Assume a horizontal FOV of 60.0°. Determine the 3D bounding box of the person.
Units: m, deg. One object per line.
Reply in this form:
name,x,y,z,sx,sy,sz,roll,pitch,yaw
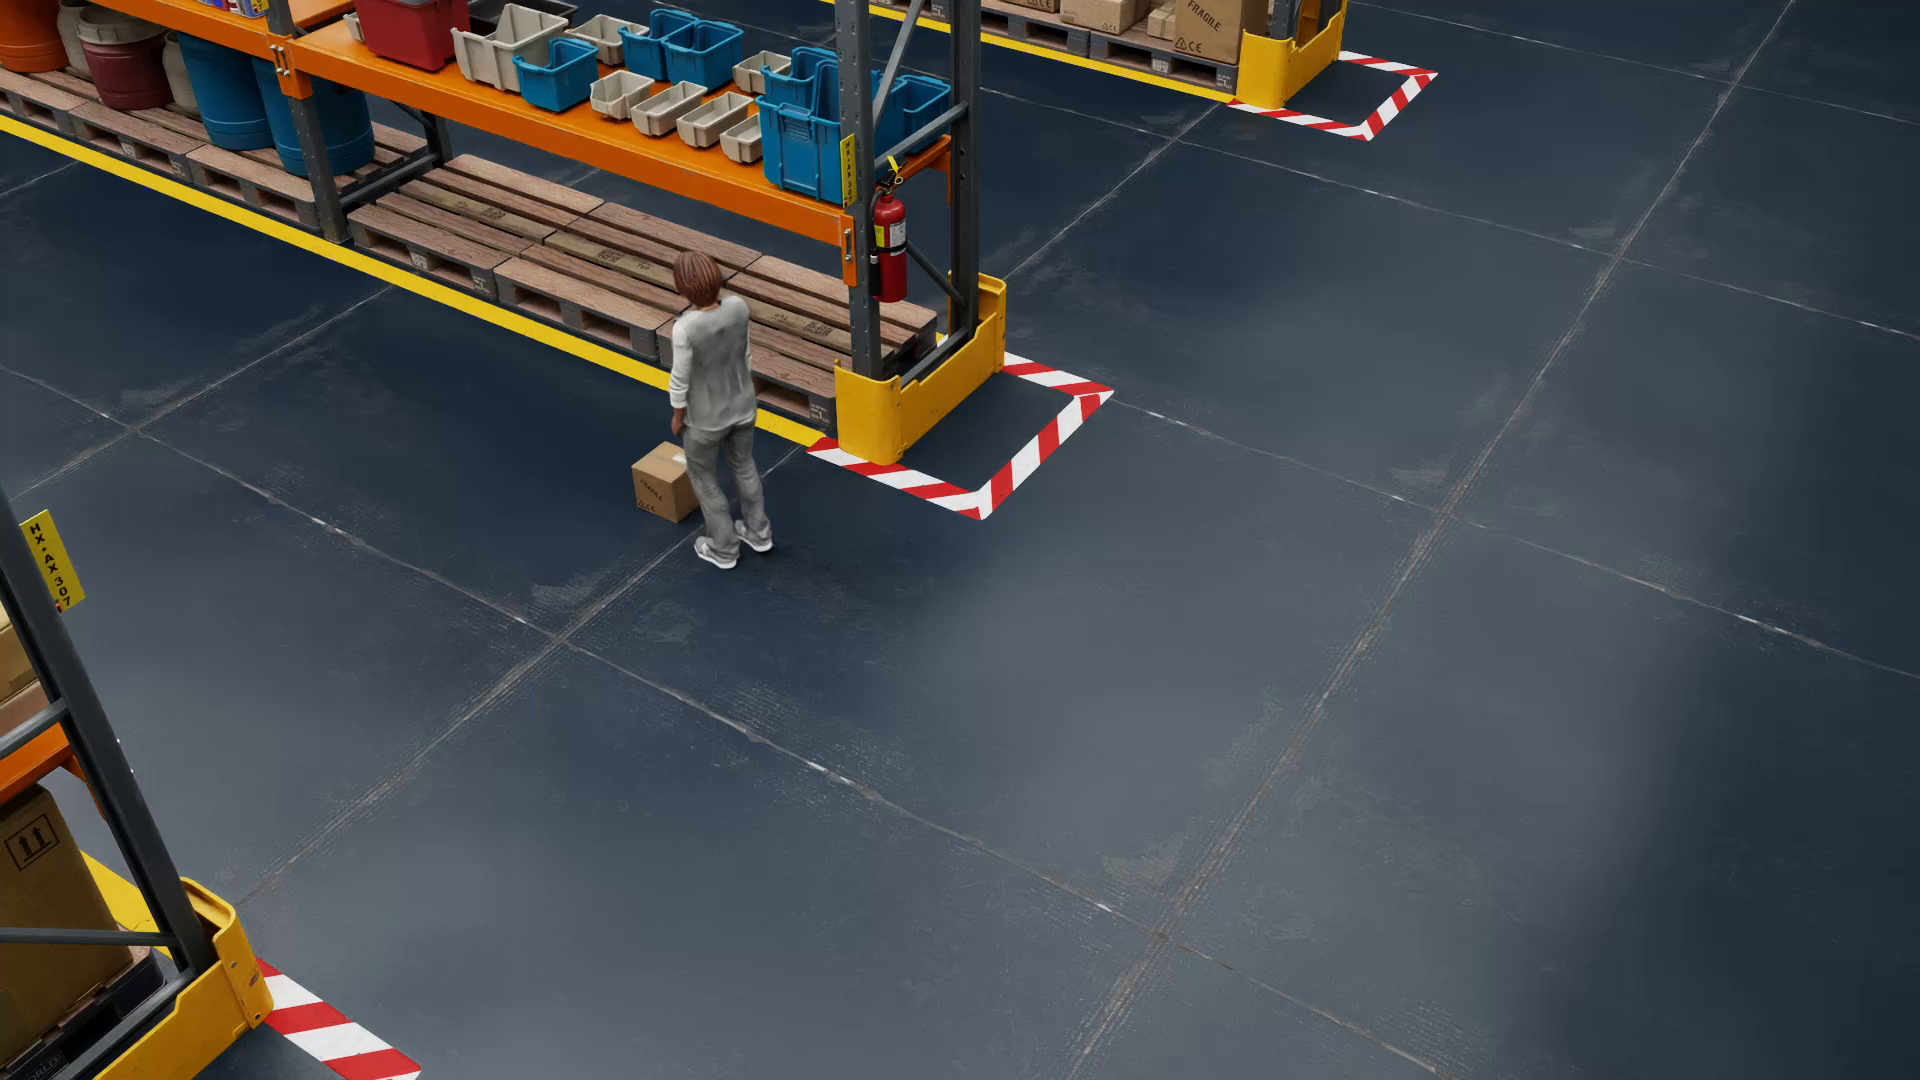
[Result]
person,-1.087,-0.554,7.385,0.409,1.595,0.307,-29,47,-31
